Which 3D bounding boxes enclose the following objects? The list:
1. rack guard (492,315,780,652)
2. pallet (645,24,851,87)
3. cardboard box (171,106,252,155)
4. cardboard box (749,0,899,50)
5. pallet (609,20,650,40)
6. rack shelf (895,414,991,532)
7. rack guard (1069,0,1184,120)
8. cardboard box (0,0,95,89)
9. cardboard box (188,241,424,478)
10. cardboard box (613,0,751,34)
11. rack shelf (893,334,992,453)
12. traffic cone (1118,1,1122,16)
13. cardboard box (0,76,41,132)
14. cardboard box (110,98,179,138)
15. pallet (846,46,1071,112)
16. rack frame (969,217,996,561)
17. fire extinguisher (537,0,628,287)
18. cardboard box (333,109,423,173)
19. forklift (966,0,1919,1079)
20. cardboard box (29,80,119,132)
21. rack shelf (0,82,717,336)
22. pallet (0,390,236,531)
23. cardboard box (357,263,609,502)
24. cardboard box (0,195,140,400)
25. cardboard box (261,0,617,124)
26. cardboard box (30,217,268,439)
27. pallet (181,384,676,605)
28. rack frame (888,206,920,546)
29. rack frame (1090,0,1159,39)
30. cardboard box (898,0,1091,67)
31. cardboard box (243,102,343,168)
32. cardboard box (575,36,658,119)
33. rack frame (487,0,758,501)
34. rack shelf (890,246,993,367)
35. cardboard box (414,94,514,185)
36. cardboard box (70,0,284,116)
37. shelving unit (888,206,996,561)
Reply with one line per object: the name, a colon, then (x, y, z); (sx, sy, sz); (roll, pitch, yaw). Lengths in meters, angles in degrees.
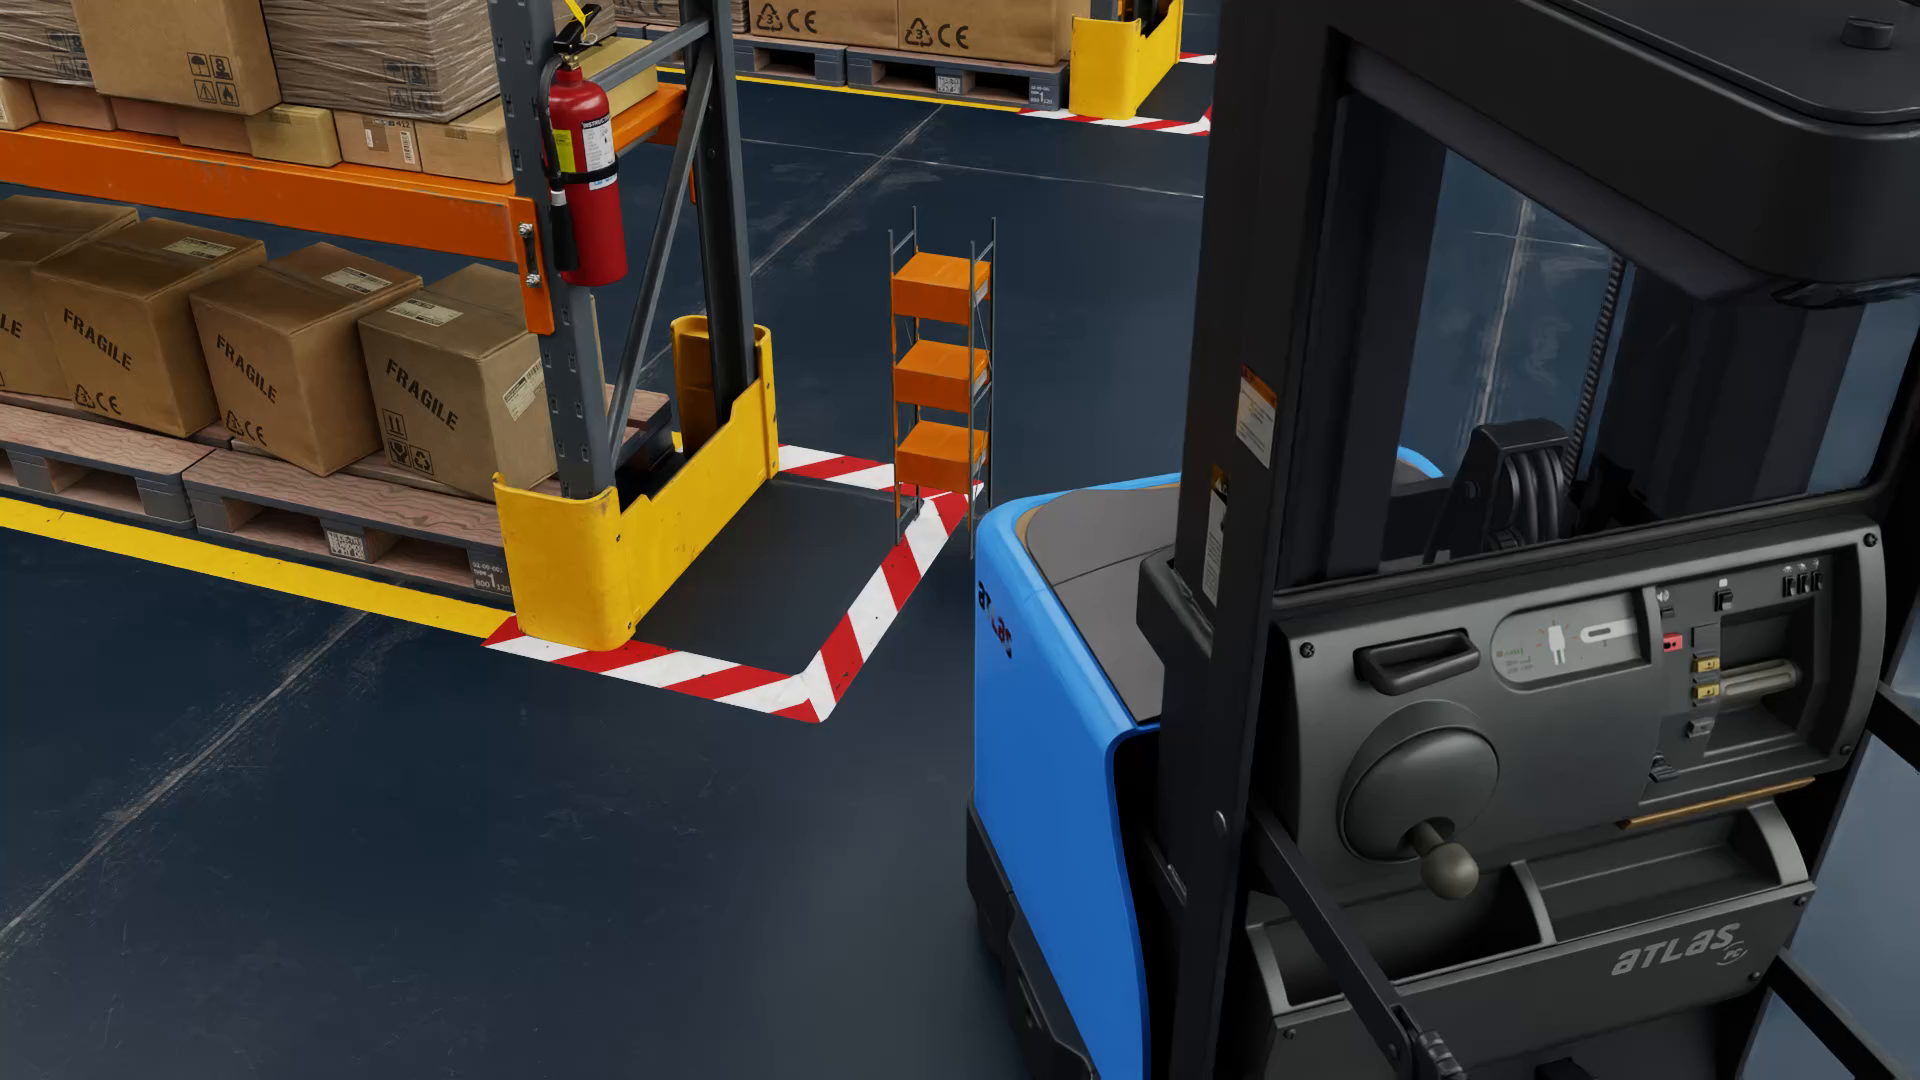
rack guard: (-0.952, -0.210, 5.115); (0.348, 0.500, 1.175); (11, 34, 16)
pallet: (-1.035, -2.920, 9.577); (1.213, 0.211, 1.003); (11, 34, 16)
cardboard box: (-1.936, -1.207, 4.585); (0.250, 0.149, 0.380); (11, 34, 16)
cardboard box: (-0.601, -3.295, 9.159); (0.875, 0.875, 0.875); (10, 34, 16)
pallet: (-2.188, -3.142, 9.922); (1.213, 0.211, 1.003); (11, 34, 16)
rack shelf: (-0.050, -0.208, 5.137); (0.240, 0.259, 0.215); (11, 34, 16)
rack guard: (0.911, -2.706, 8.980); (0.348, 0.500, 1.175); (11, 34, 16)
cardboard box: (-2.356, -1.672, 4.708); (0.500, 0.500, 0.875); (11, 34, 16)
cardboard box: (-2.037, -0.587, 5.312); (0.500, 0.500, 0.500); (21, 38, 29)
cardboard box: (-1.459, -3.462, 9.419); (0.875, 0.875, 0.875); (11, 35, 17)
rack shelf: (-0.050, -0.442, 4.986); (0.240, 0.259, 0.215); (11, 34, 16)
traffic cone: (0.867, -3.517, 10.271); (0.334, 0.463, 0.336); (11, 34, 16)
cardboard box: (-2.666, -1.308, 4.743); (0.250, 0.149, 0.380); (11, 34, 16)
cardboard box: (-2.157, -1.274, 4.689); (0.250, 0.149, 0.380); (11, 34, 16)
pallet: (0.109, -2.695, 9.230); (1.213, 0.211, 1.003); (11, 34, 16)
rack frame: (0.065, -0.428, 4.946); (0.008, 1.050, 0.200); (11, 34, 16)
fire extinguisher: (-0.928, -0.958, 4.039); (0.183, 0.674, 0.296); (11, 34, 16)
cardboard box: (-1.453, -1.134, 4.472); (0.250, 0.149, 0.380); (11, 34, 16)
forklift: (0.938, 0.282, 2.112); (1.130, 2.935, 3.031); (-10, 34, -14)
cardboard box: (-2.400, -1.308, 4.742); (0.250, 0.149, 0.380); (11, 34, 16)
rack shelf: (-2.763, -1.310, 5.177); (4.000, 0.370, 1.077); (11, 34, 16)
pallet: (-2.849, -0.480, 5.798); (1.213, 0.211, 1.003); (11, 34, 16)
cardboard box: (-1.462, -0.495, 5.169); (0.500, 0.500, 0.500); (18, 37, 25)
cardboard box: (-3.130, -0.837, 5.698); (0.500, 0.500, 0.500); (8, 34, 12)
cardboard box: (-1.389, -1.528, 4.485); (0.500, 0.500, 0.875); (11, 34, 16)
cardboard box: (-2.620, -0.712, 5.504); (0.500, 0.500, 0.500); (14, 35, 21)
pallet: (-1.705, -0.256, 5.451); (1.213, 0.211, 1.003); (11, 34, 16)
rack frame: (-0.165, -0.473, 5.015); (0.008, 1.050, 0.200); (11, 34, 16)
rack frame: (0.888, -3.761, 8.309); (0.127, 3.000, 1.000); (11, 34, 16)
cardboard box: (0.228, -3.135, 8.911); (0.875, 0.875, 0.875); (11, 35, 17)
cardboard box: (-1.706, -1.153, 4.502); (0.250, 0.149, 0.380); (11, 34, 16)
cardboard box: (-1.068, -1.315, 4.752); (0.250, 0.149, 0.380); (11, 34, 16)
rack frame: (-0.880, -1.246, 4.415); (0.127, 3.000, 1.000); (11, 34, 16)
rack shelf: (-0.050, -0.680, 4.832); (0.240, 0.259, 0.215); (11, 34, 16)
cardboard box: (-1.218, -1.088, 4.401); (0.250, 0.149, 0.380); (11, 34, 16)
cardboard box: (-1.900, -1.558, 4.532); (0.500, 0.500, 0.875); (11, 34, 16)
shelving unit: (-0.050, -0.451, 4.980); (0.252, 1.050, 0.215); (11, 34, 16)
